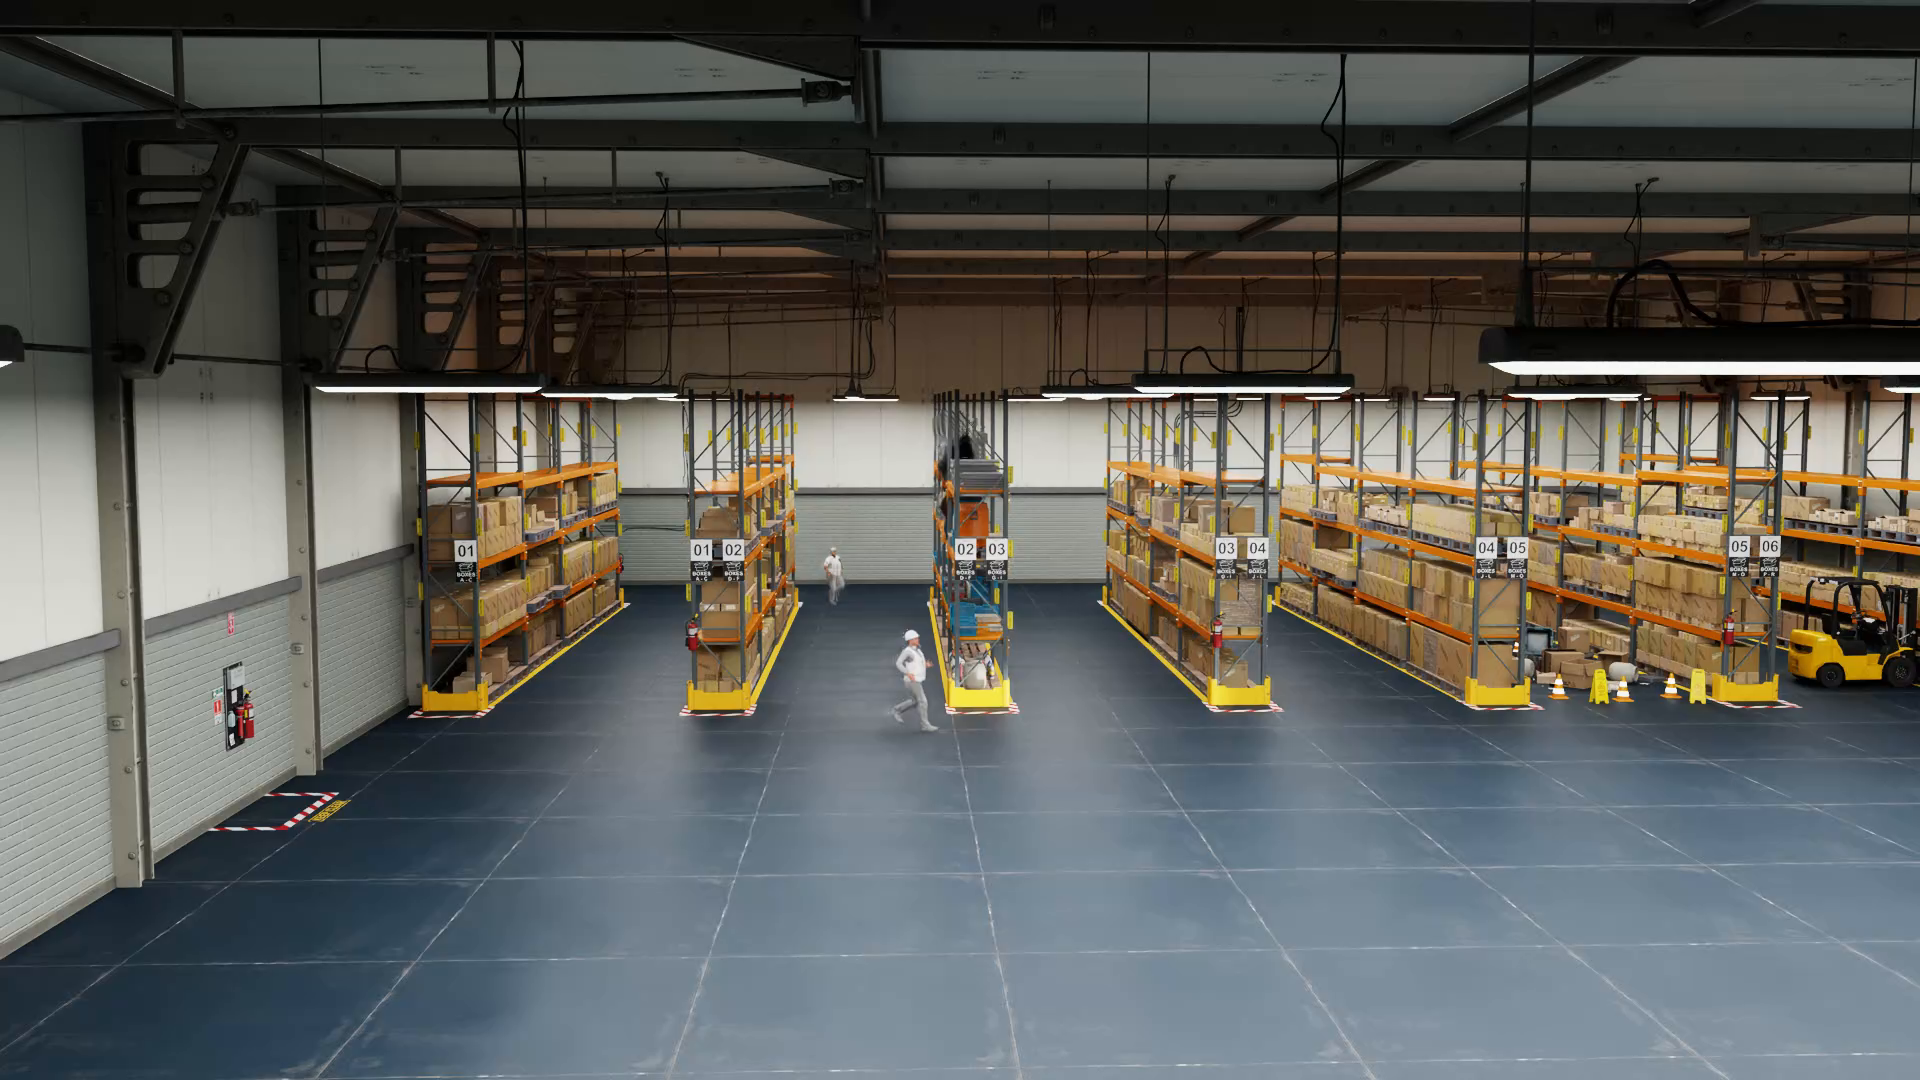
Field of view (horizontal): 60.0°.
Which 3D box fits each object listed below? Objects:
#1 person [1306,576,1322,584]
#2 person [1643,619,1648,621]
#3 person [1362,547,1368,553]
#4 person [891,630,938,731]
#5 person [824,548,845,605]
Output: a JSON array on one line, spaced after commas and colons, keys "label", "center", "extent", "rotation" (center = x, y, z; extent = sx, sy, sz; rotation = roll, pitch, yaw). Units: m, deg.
[{"label": "person", "center": [10.613, 0.854, 49.775], "extent": [0.660, 1.609, 0.553], "rotation": [-4, 6, -37]}, {"label": "person", "center": [16.653, 1.537, 40.210], "extent": [0.650, 1.836, 0.893], "rotation": [-1, 5, -9]}, {"label": "person", "center": [11.285, 1.086, 46.208], "extent": [0.664, 1.759, 0.887], "rotation": [-1, 5, -7]}, {"label": "person", "center": [-0.817, 2.457, 29.167], "extent": [0.935, 1.750, 0.666], "rotation": [2, 5, 18]}, {"label": "person", "center": [-3.570, 1.033, 47.659], "extent": [0.632, 1.636, 0.514], "rotation": [-4, 6, -40]}]
